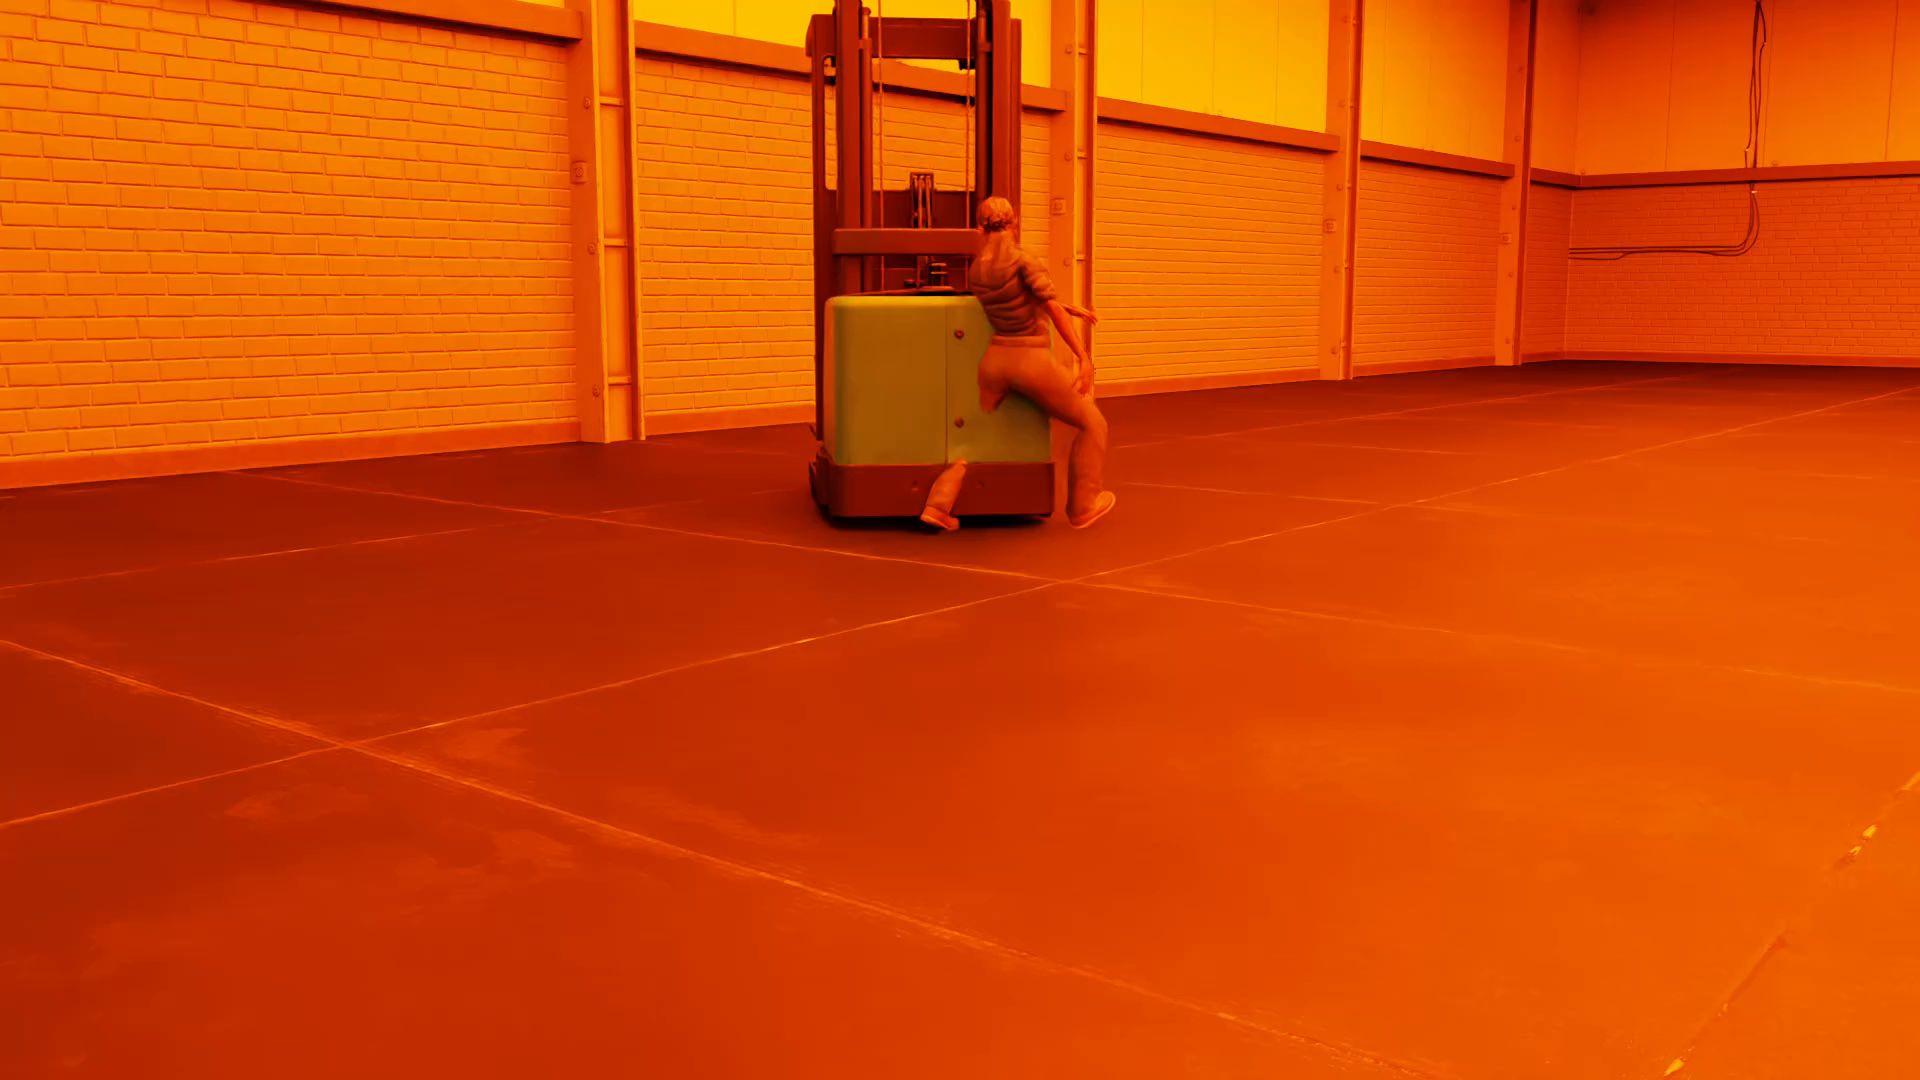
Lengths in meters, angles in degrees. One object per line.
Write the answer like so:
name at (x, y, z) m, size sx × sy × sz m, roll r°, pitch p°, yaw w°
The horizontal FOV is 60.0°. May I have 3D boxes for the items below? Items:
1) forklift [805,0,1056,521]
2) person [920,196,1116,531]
forklift at (-0.258, -1.709, 8.963) m, size 1.130 × 2.935 × 3.031 m, roll -1°, pitch 8°, yaw -7°
person at (0.320, -0.796, 7.640) m, size 0.743 × 1.540 × 0.879 m, roll 7°, pitch 11°, yaw 38°
